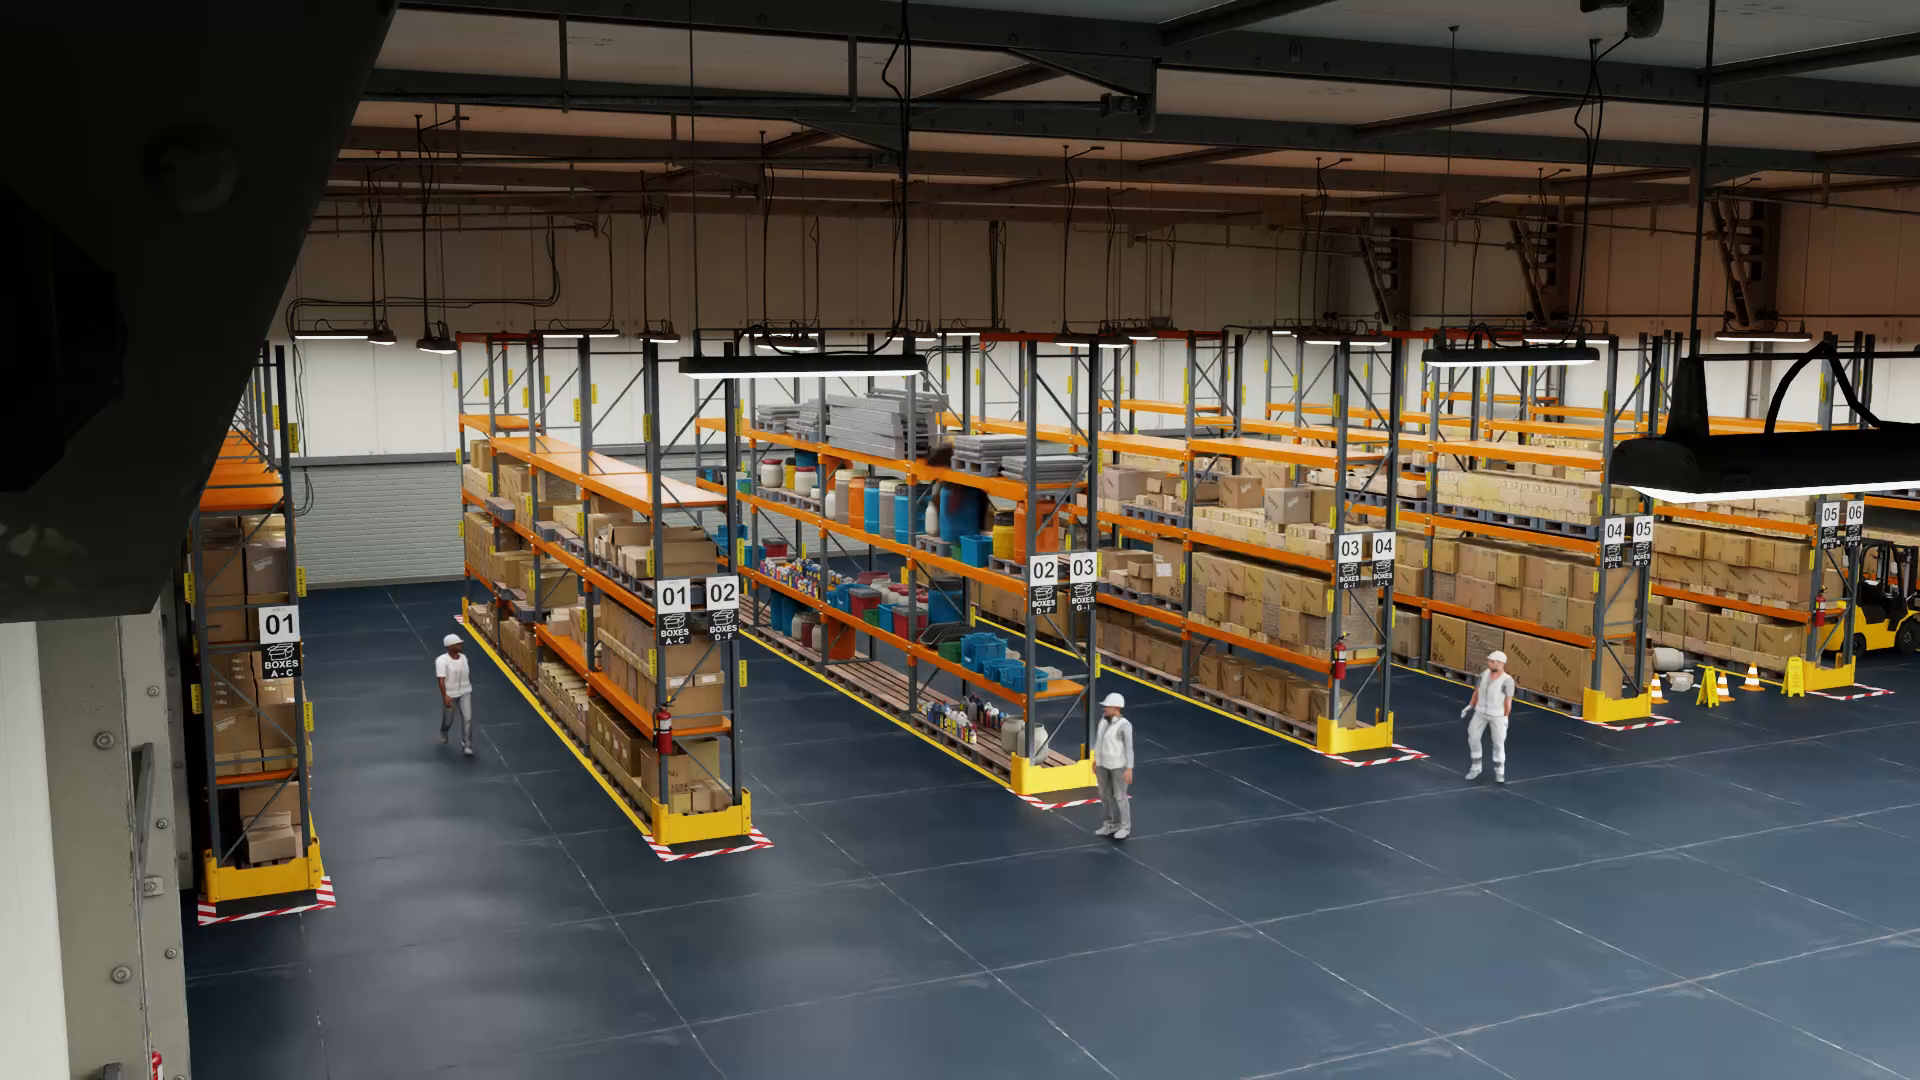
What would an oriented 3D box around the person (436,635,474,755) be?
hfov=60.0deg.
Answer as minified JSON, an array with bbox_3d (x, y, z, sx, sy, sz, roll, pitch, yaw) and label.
[{"bbox_3d":[-7.355,2.220,24.161,0.510,1.722,0.856,-4,9,-27],"label":"person"}]

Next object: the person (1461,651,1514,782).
[{"bbox_3d":[7.182,2.389,22.650,0.698,1.805,0.367,6,10,38],"label":"person"}]

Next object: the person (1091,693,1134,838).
[{"bbox_3d":[1.866,2.750,20.213,0.404,1.812,0.649,-7,10,-42],"label":"person"}]
